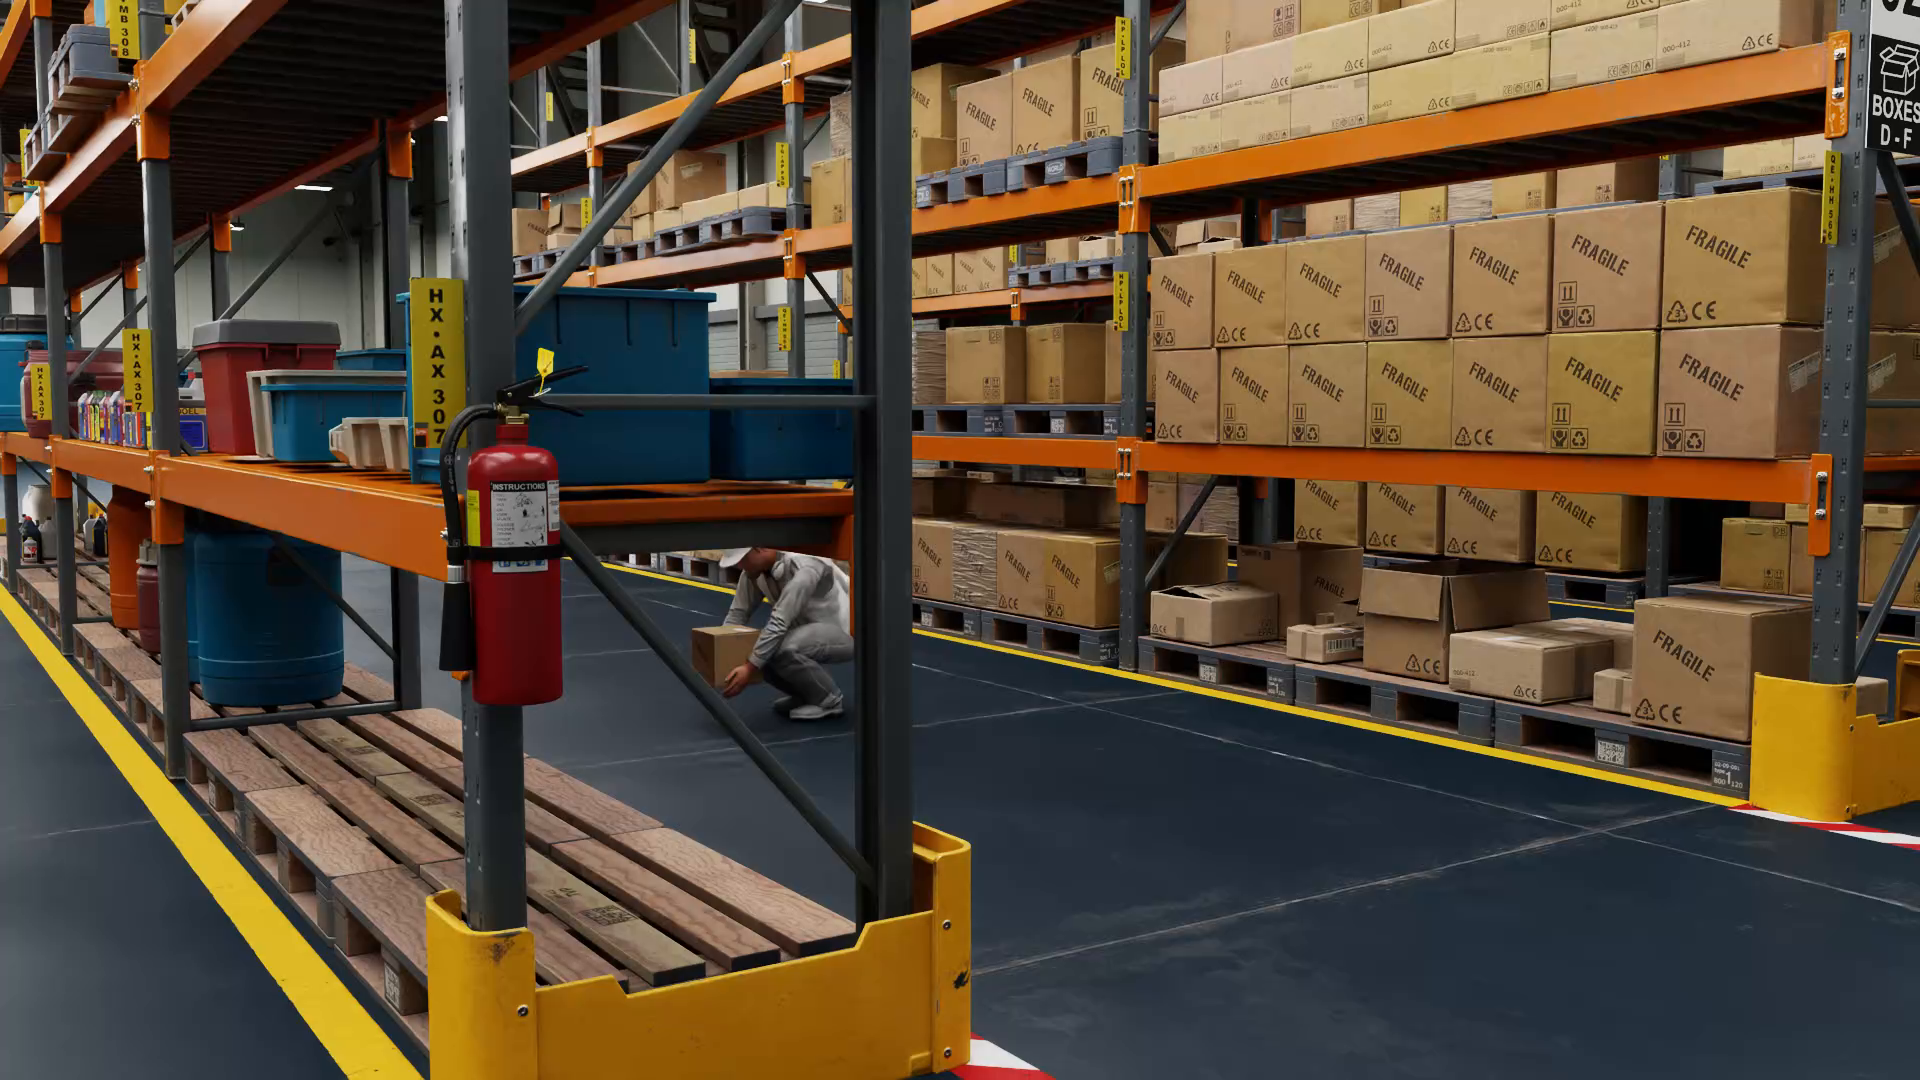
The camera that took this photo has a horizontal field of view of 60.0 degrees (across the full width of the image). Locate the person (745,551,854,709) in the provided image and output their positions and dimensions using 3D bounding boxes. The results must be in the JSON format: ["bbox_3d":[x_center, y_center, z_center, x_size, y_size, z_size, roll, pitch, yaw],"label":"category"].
[{"bbox_3d":[-0.736,0.393,8.083,0.654,0.841,0.513,-3,6,-34],"label":"person"}]
